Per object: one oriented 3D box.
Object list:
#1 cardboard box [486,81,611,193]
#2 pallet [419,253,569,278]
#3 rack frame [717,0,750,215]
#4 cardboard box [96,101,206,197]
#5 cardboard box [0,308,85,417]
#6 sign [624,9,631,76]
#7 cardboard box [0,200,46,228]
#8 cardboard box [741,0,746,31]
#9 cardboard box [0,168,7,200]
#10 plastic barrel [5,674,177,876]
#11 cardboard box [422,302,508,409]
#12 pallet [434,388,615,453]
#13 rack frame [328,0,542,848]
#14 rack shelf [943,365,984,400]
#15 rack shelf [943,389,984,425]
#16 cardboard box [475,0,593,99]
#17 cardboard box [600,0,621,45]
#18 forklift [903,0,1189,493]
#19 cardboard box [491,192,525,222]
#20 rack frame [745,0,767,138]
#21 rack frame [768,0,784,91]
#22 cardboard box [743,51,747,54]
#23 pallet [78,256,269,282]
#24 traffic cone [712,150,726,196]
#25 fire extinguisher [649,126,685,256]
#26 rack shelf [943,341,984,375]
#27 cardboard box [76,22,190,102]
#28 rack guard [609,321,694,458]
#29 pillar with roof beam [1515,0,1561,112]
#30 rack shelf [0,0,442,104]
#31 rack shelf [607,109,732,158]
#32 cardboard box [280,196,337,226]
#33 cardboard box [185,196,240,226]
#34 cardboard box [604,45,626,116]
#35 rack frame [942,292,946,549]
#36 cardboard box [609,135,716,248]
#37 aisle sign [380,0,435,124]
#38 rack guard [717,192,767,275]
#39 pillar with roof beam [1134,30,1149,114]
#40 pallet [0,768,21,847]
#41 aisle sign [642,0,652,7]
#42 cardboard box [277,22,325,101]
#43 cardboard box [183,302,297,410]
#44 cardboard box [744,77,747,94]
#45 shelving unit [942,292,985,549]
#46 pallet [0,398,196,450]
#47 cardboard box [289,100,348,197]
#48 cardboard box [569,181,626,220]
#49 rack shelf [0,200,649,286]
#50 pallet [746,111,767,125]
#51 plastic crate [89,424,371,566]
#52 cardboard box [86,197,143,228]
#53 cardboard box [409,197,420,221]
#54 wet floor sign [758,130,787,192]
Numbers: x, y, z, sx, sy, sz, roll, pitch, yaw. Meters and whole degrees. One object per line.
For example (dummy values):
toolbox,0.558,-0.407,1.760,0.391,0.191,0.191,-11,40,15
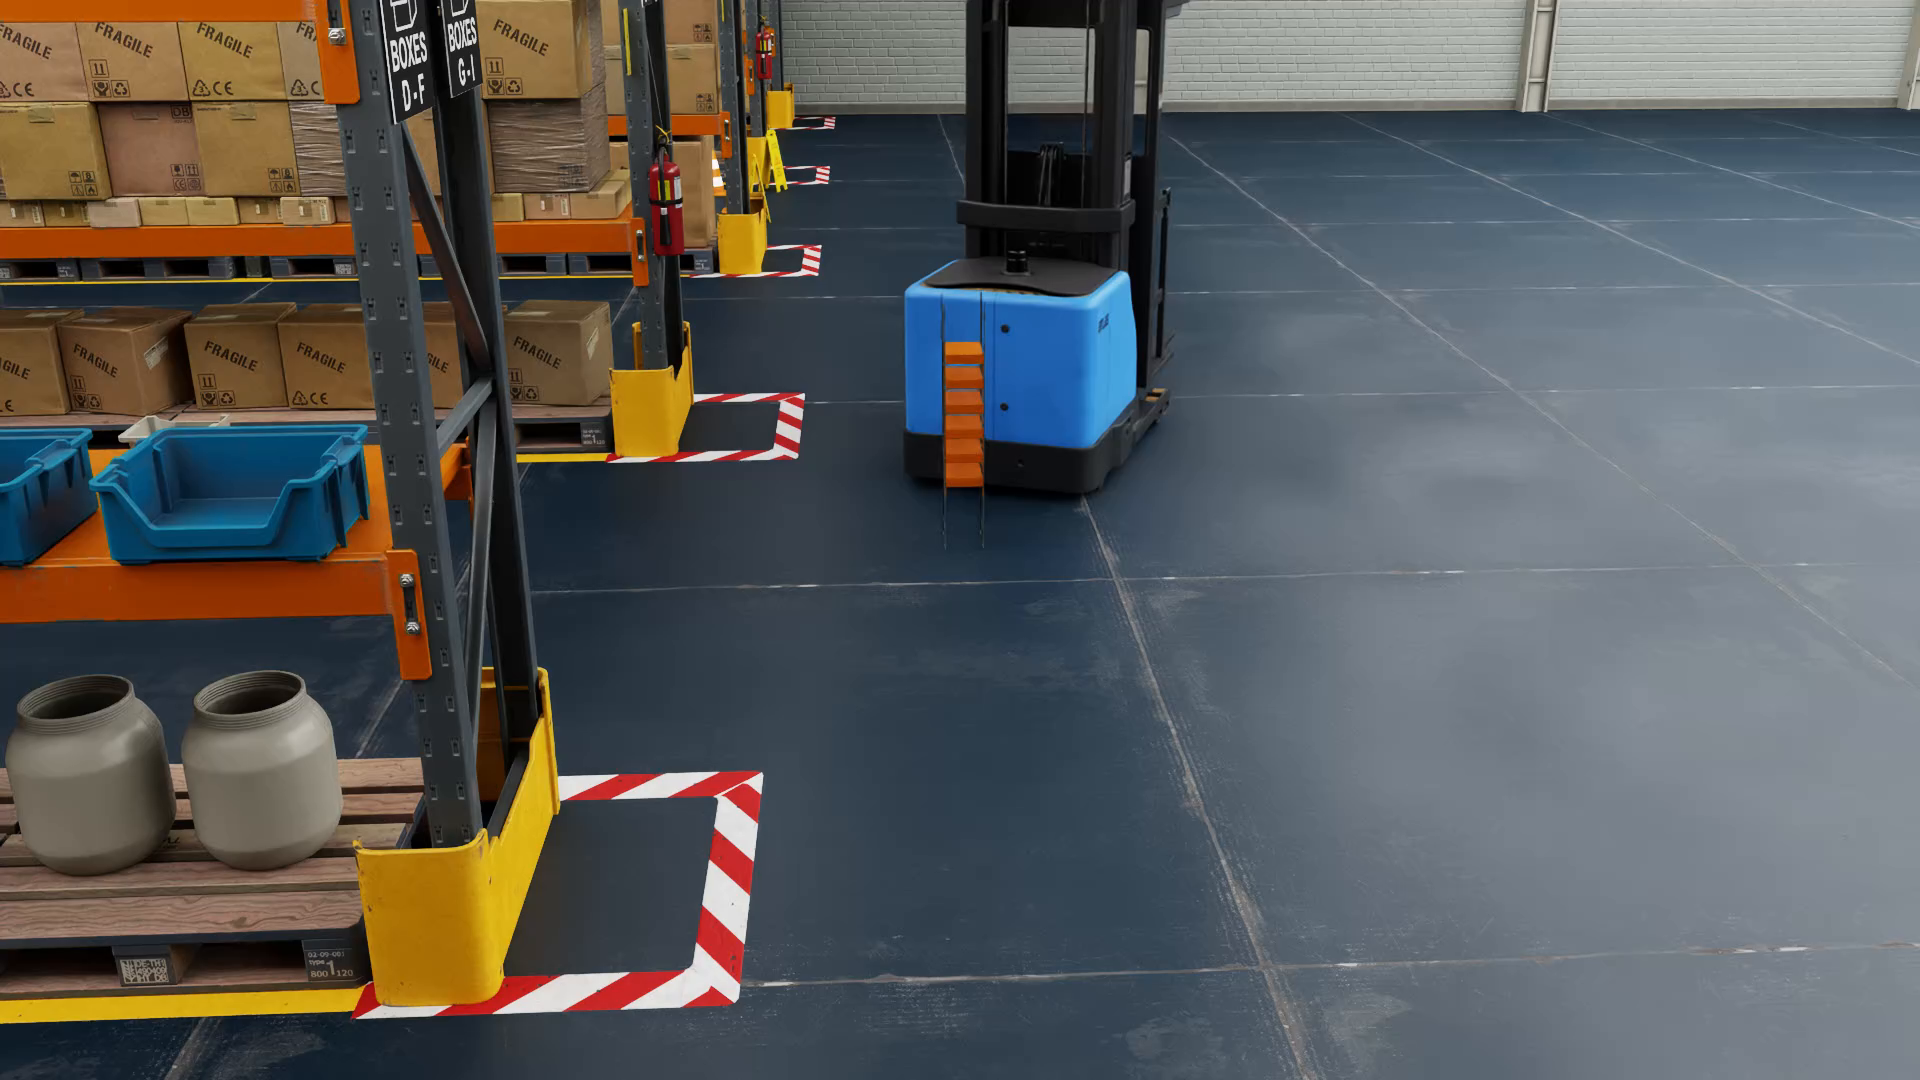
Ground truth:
cardboard box,-2.278,-2.261,9.285,0.500,0.500,0.875,-1,21,-3
pallet,-3.918,-2.470,14.311,1.213,0.211,1.003,-1,21,-3
rack frame,-1.909,-3.841,13.993,0.127,3.000,1.000,-1,21,-3
cardboard box,-4.273,-2.212,9.156,0.500,0.500,0.875,-1,21,-3
cardboard box,-5.319,-1.017,9.500,0.500,0.500,0.500,-2,21,-5
sign,-1.716,-2.568,8.579,0.005,0.325,0.100,-1,21,-3
cardboard box,-4.991,-1.791,8.962,0.250,0.149,0.380,-1,21,-3
cardboard box,-3.056,-7.304,22.948,0.500,0.500,0.500,-2,21,-4
cardboard box,-5.268,-2.168,9.042,0.500,0.500,0.875,-1,21,-3
plastic barrel,-2.598,0.700,4.973,0.421,0.512,0.421,0,21,0
cardboard box,-2.946,-1.074,9.648,0.500,0.500,0.500,4,21,11
pallet,-2.616,-0.768,9.841,1.213,0.211,1.003,-1,21,-3
rack frame,-1.444,-0.317,4.738,0.127,3.000,1.000,-1,21,-3
rack shelf,0.014,-0.744,7.839,0.180,0.103,0.258,-1,21,-3
rack shelf,0.014,-0.632,7.881,0.180,0.103,0.258,-1,21,-3
cardboard box,-2.262,-2.631,8.851,0.500,0.500,0.500,-1,21,-3
cardboard box,-2.826,-4.378,13.675,0.550,0.550,0.875,-1,21,-3
forklift,0.648,-2.101,9.521,1.130,2.935,3.031,7,22,17
cardboard box,-2.496,-1.852,9.122,0.250,0.149,0.380,-1,21,-3
rack frame,-2.293,-5.597,18.606,0.127,3.000,1.000,-1,21,-3
rack frame,-2.580,-7.360,23.237,0.127,3.000,1.000,-1,21,-3
cardboard box,-3.071,-6.796,23.625,0.500,0.250,0.500,-1,21,-4
pallet,-6.669,-2.414,14.164,1.213,0.211,1.003,-1,21,-3
traffic cone,-2.649,-3.944,17.831,0.334,0.463,0.336,-1,21,-3
fire extinguisher,-1.587,-1.879,8.950,0.183,0.674,0.296,-1,21,-3
rack shelf,0.014,-0.856,7.796,0.180,0.103,0.258,-1,21,-3
cardboard box,-4.259,-2.588,8.739,0.500,0.500,0.500,-1,21,-3
rack guard,-1.803,-0.907,9.800,0.348,0.500,1.175,-1,21,-3
pillar with roof beam,8.900,-9.184,19.597,0.400,9.000,9.100,-1,21,-3
rack shelf,-3.441,-1.342,4.226,4.000,0.370,1.077,-1,21,-3
rack shelf,-3.906,-3.464,14.014,4.000,0.370,1.077,-1,21,-3
cardboard box,-3.492,-1.812,9.019,0.250,0.149,0.380,-1,21,-3
cardboard box,-3.992,-1.811,9.014,0.250,0.149,0.380,-1,21,-3
cardboard box,-2.825,-3.868,13.854,0.550,0.550,0.875,-1,21,-3
rack frame,-0.077,-0.559,7.903,0.006,1.200,0.240,-1,21,-3
cardboard box,-2.583,-3.007,14.198,0.875,0.875,0.875,-1,21,-3
aisle sign,-1.356,-1.428,4.003,0.004,0.787,0.394,-1,21,-3
rack guard,-1.885,-2.673,14.439,0.348,0.500,1.175,-1,21,-3
pillar with roof beam,2.909,-9.062,19.277,0.400,9.000,9.100,-1,21,-3
pallet,-3.544,1.043,5.086,1.213,0.211,1.003,-1,21,-3
aisle sign,-1.648,-3.186,8.621,0.004,0.787,0.394,-1,21,-3
cardboard box,-3.260,-2.609,8.795,0.500,0.500,0.500,-1,21,-3
cardboard box,-4.132,-1.072,9.644,0.500,0.500,0.500,-3,21,-8
cardboard box,-3.048,-6.384,23.245,0.500,0.250,0.500,-1,21,-4
shelving unit,0.014,-0.561,7.908,0.189,1.200,0.258,-1,21,-3
pallet,-5.052,-0.718,9.711,1.213,0.211,1.003,-1,21,-3
cardboard box,-3.272,-2.213,9.160,0.500,0.500,0.875,-1,21,-3
cardboard box,-2.000,-1.880,9.197,0.250,0.149,0.380,-1,21,-3
rack shelf,-3.724,-1.700,9.381,4.000,0.370,1.077,-1,21,-3
pallet,-3.341,-6.027,23.653,1.213,0.211,1.003,-1,21,-3
plastic crate,-1.927,-0.131,4.459,0.616,0.251,0.499,-1,21,-3
cardboard box,-4.490,-1.790,8.959,0.250,0.149,0.380,-1,21,-3
cardboard box,-2.999,-1.862,9.149,0.250,0.149,0.380,-1,21,-3
wet floor sign,-2.042,-4.120,18.037,0.232,0.644,0.267,6,22,16
